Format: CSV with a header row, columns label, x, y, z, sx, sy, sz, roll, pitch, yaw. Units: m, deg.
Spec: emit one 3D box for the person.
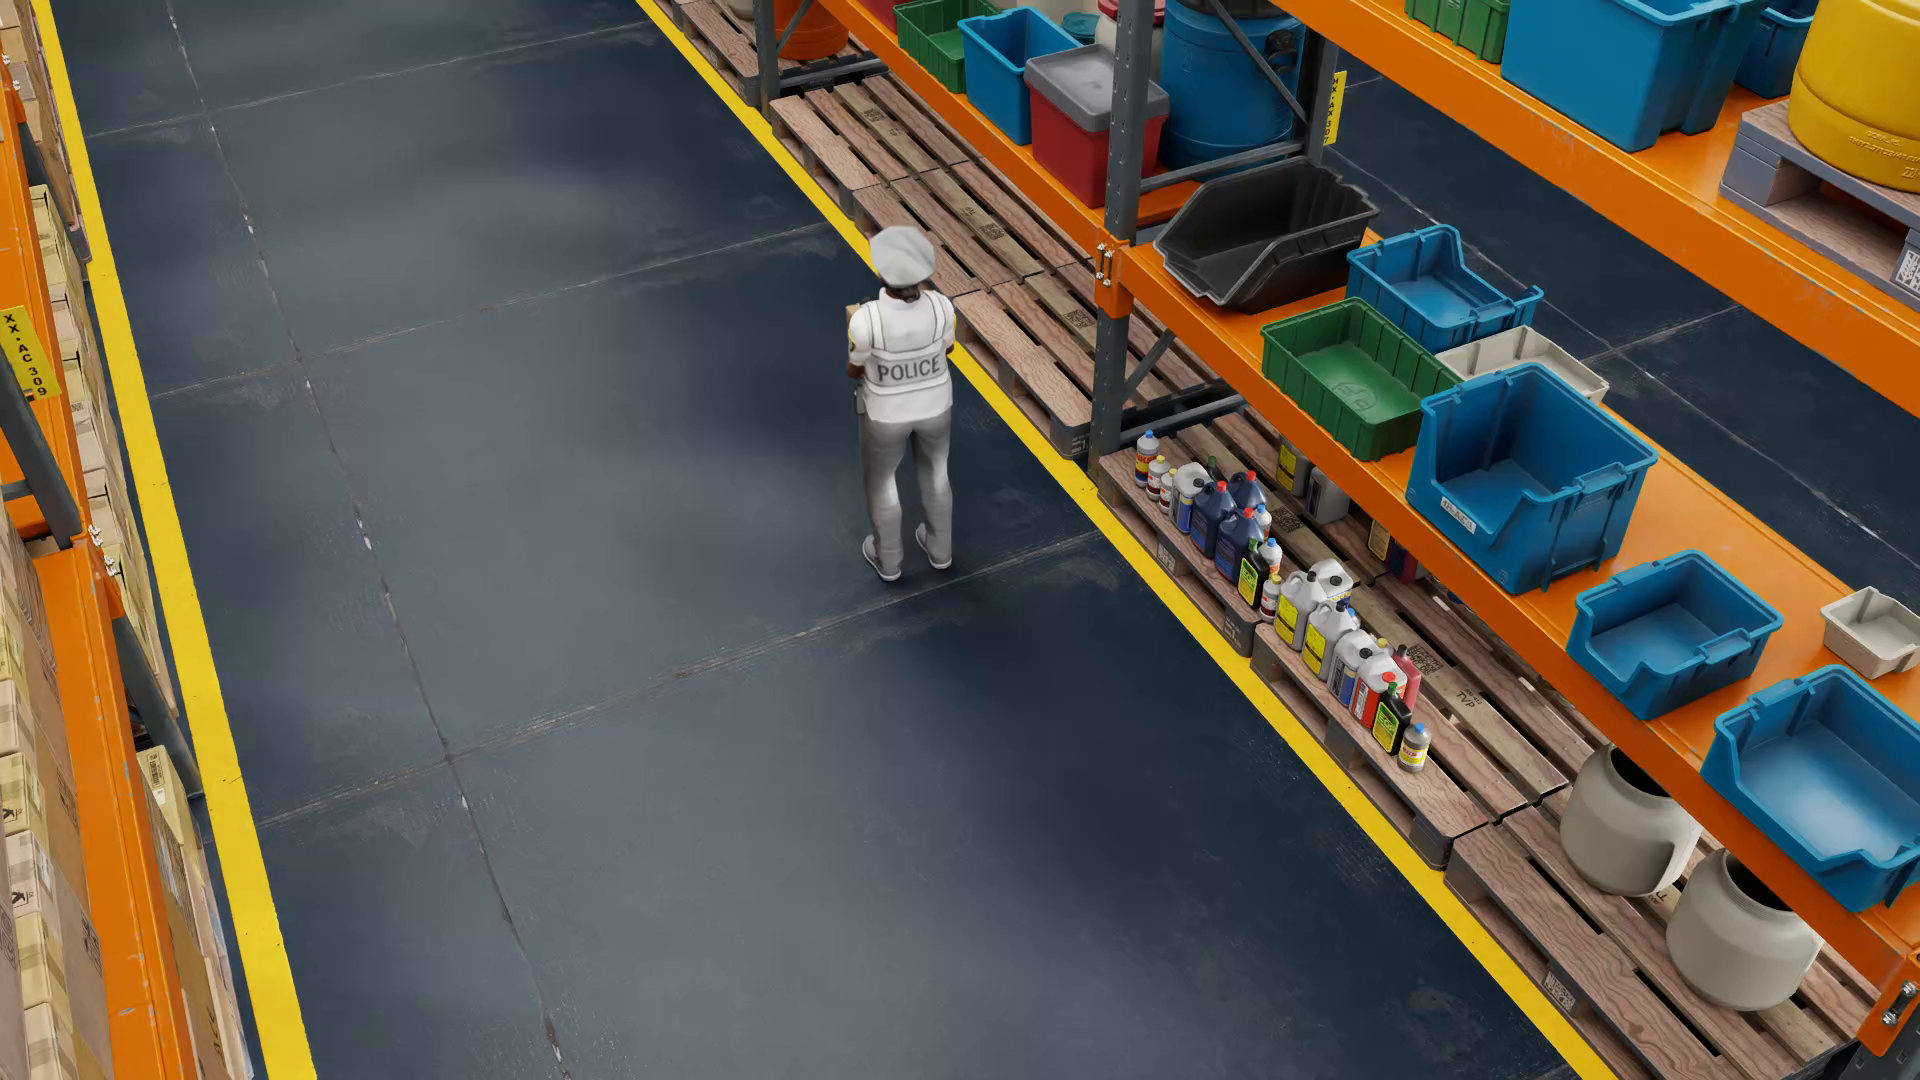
label,x,y,z,sx,sy,sz,roll,pitch,yaw
person,-0.249,-0.582,6.793,0.450,1.690,0.532,-13,43,-14
